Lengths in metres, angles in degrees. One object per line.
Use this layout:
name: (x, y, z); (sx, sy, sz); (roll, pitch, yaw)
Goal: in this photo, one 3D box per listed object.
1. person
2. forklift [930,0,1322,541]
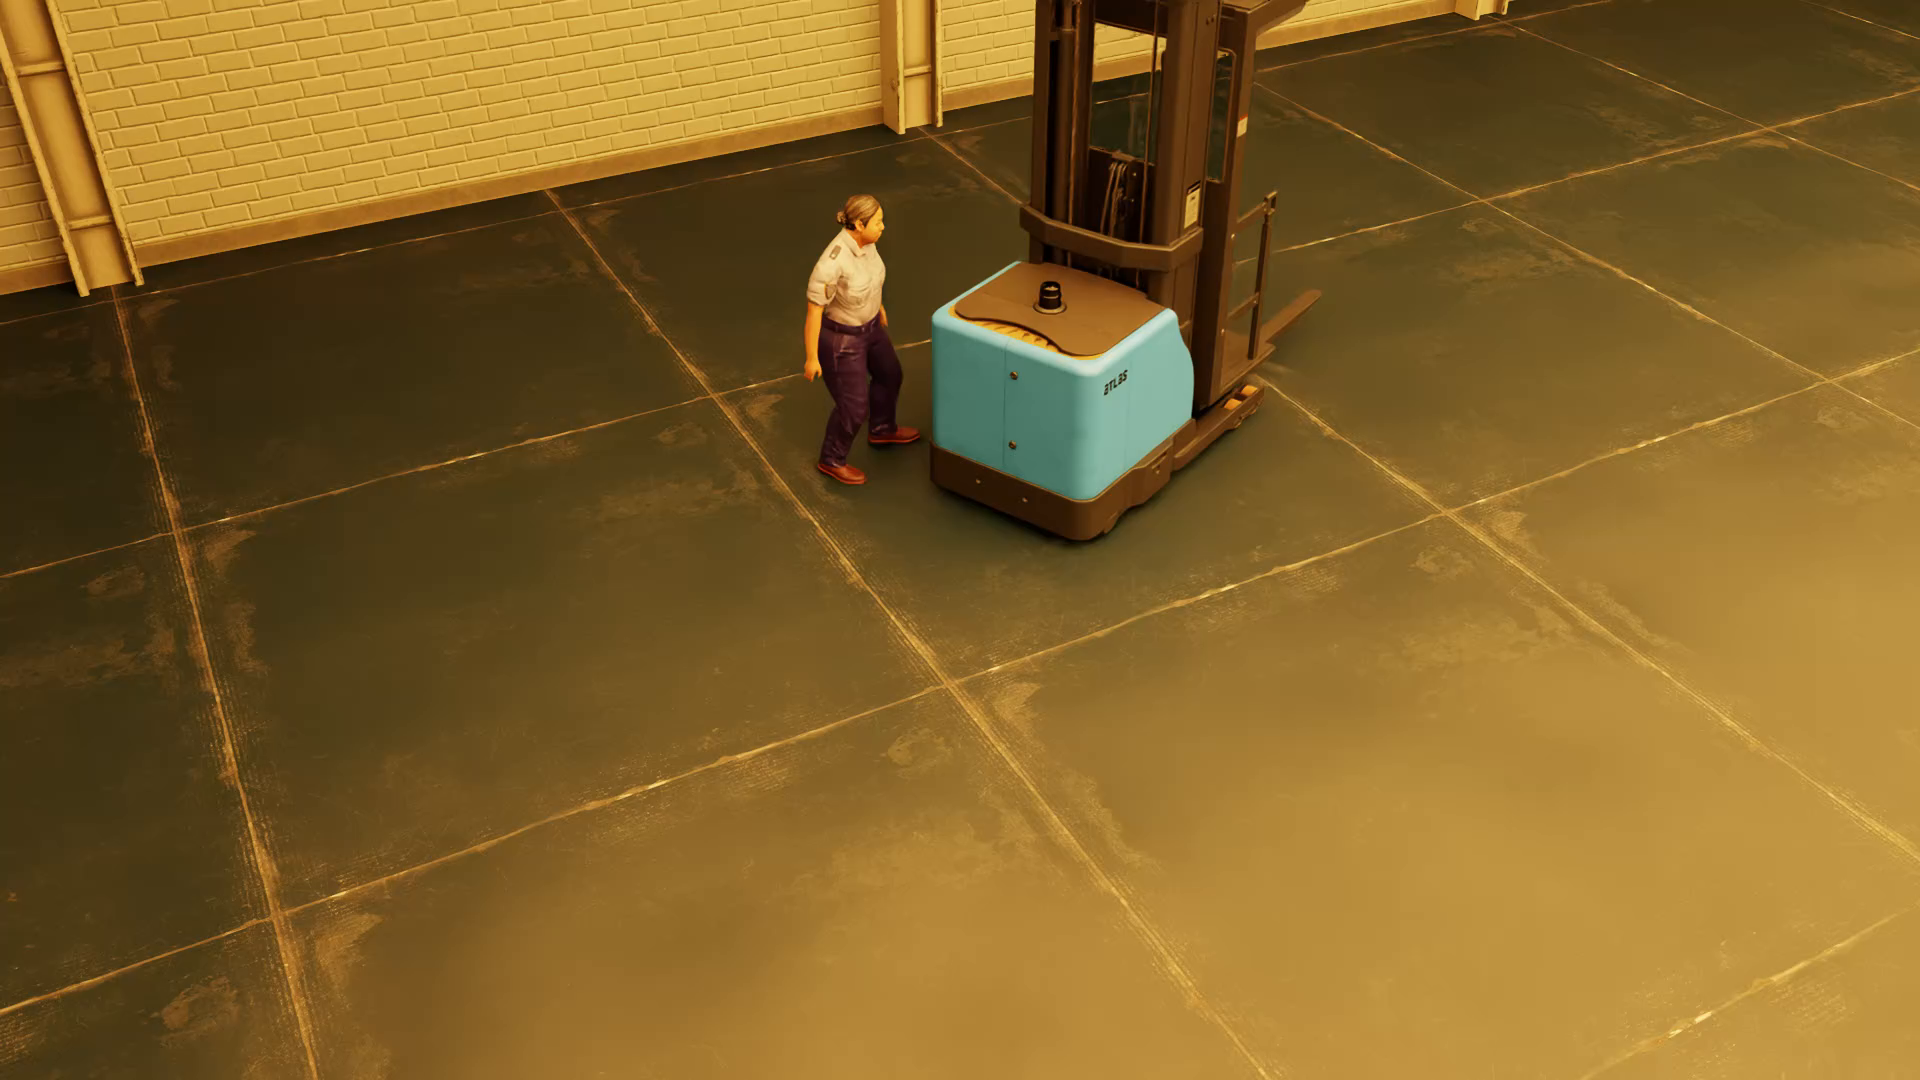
person: (-0.547, -1.089, 8.809); (0.374, 1.624, 0.805); (15, 38, 20)
forklift: (1.118, -1.992, 8.942); (1.130, 2.935, 3.031); (23, 41, 29)
